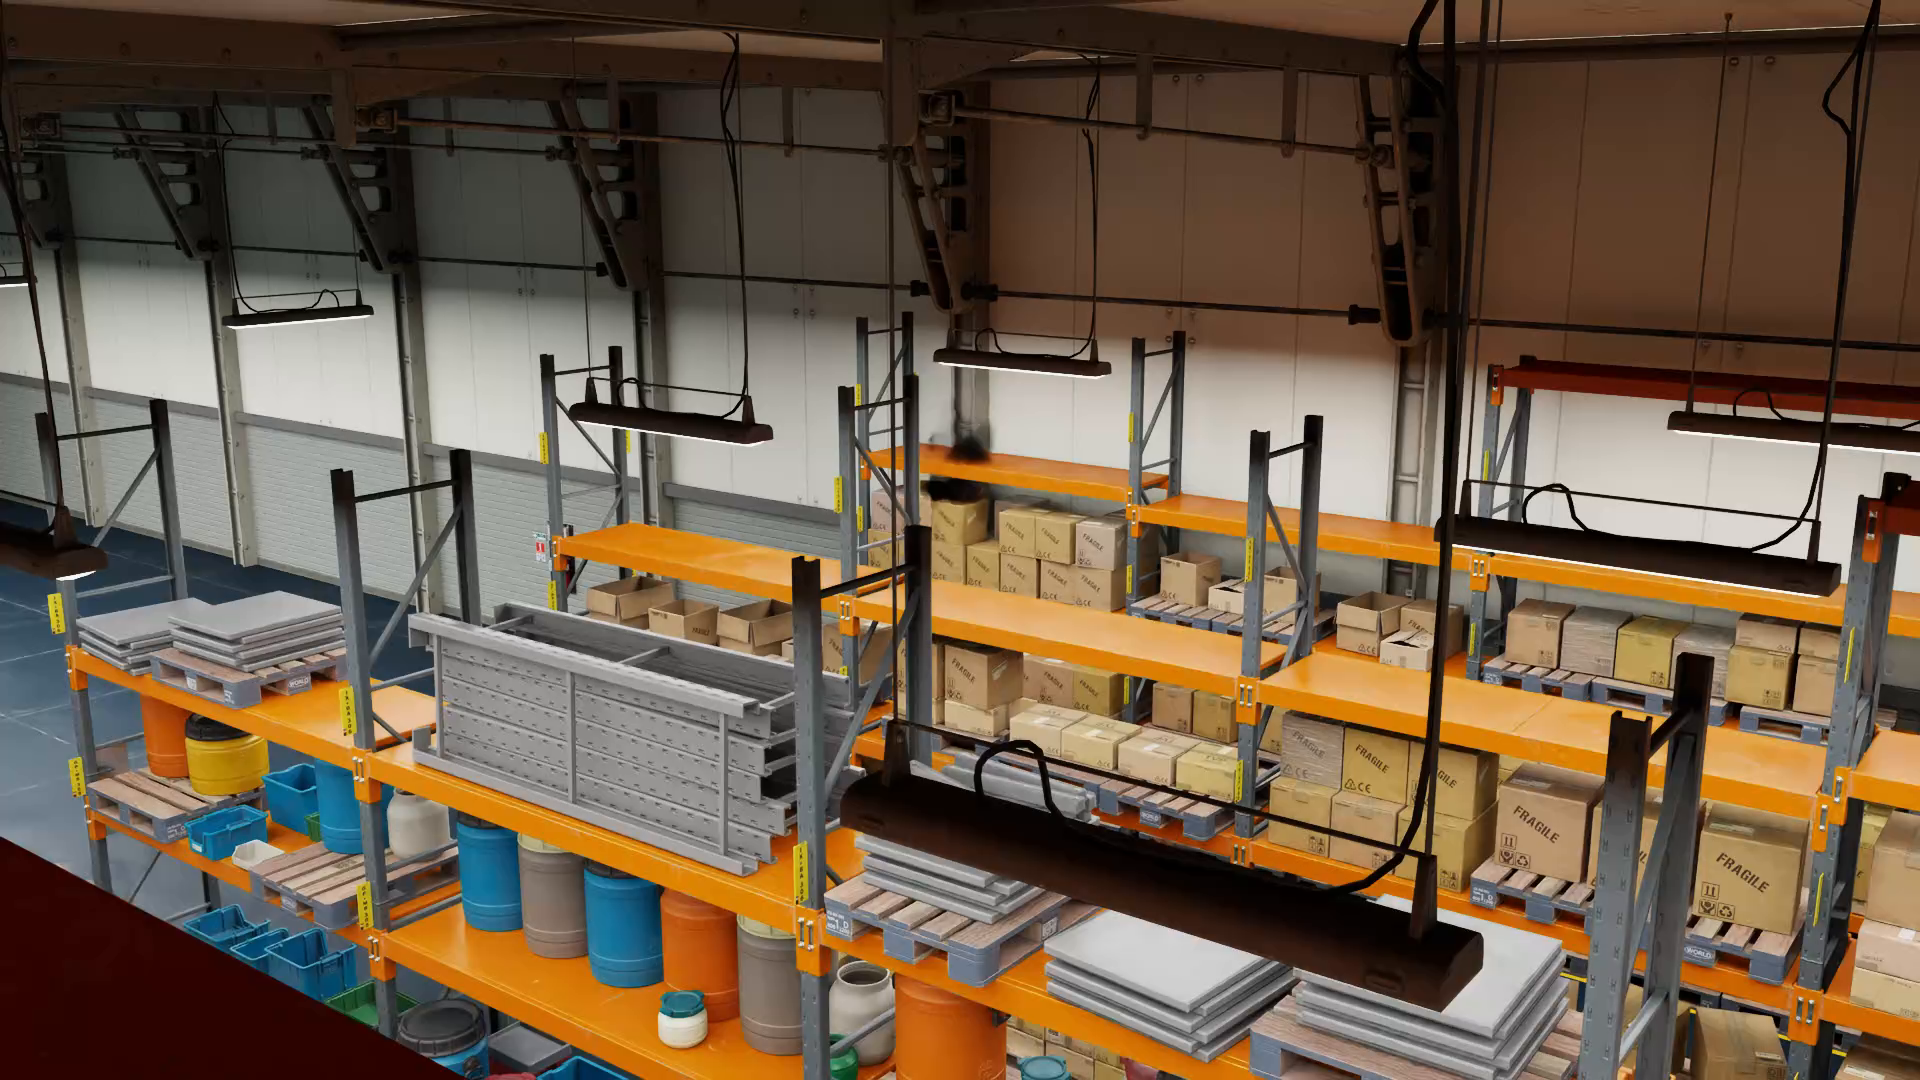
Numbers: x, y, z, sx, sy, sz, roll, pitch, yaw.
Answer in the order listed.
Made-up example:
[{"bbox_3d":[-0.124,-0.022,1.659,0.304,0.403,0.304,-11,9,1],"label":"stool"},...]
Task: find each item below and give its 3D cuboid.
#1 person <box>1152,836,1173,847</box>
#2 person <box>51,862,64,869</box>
[{"bbox_3d":[1.886,3.600,15.984,0.586,1.694,0.662,10,16,36],"label":"person"},{"bbox_3d":[-8.196,3.779,15.358,0.710,1.728,0.599,-5,14,-20],"label":"person"}]
